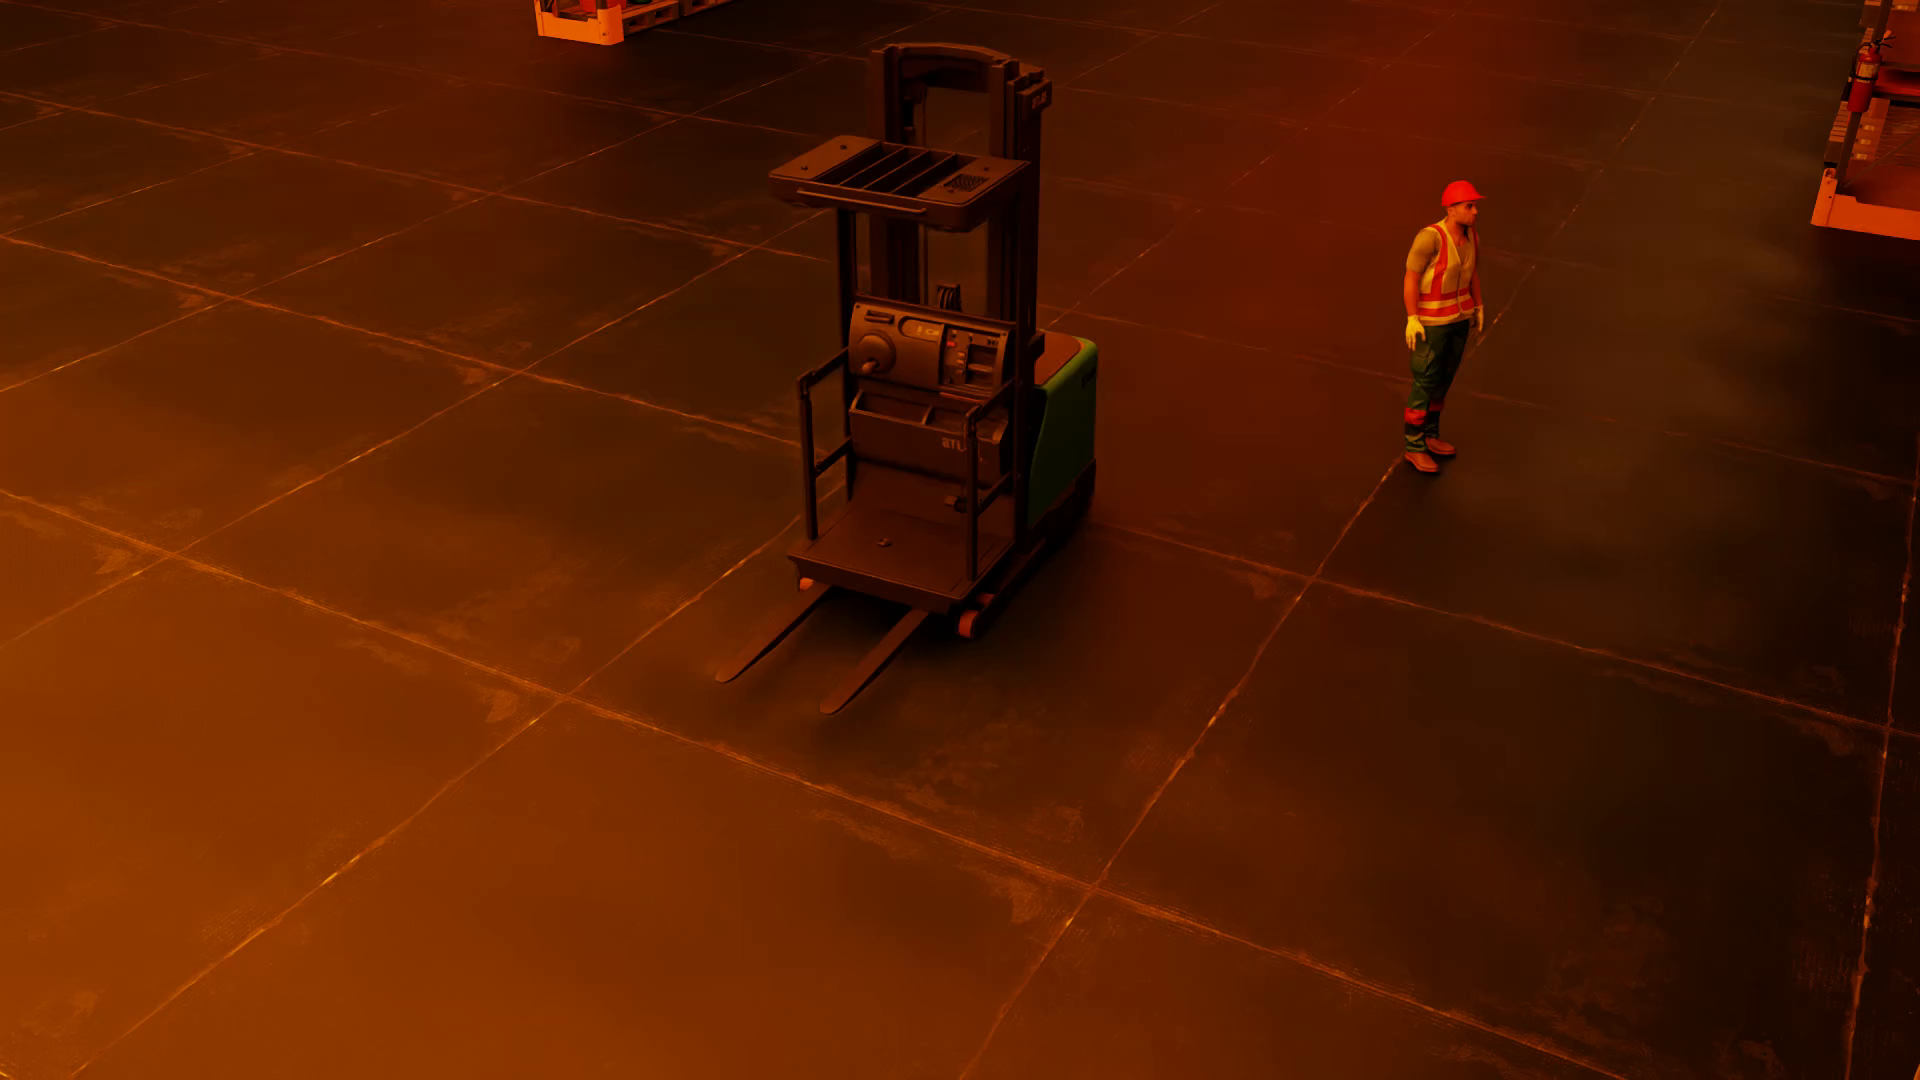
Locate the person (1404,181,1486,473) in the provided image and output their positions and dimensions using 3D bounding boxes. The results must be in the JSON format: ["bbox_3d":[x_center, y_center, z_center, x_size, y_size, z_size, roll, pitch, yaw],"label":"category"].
[{"bbox_3d":[3.123,-1.366,10.568,0.648,1.790,0.564,-17,34,-27],"label":"person"}]

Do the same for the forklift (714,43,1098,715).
[{"bbox_3d":[-0.266,-0.979,8.766,1.130,2.935,3.031,14,33,22],"label":"forklift"}]
